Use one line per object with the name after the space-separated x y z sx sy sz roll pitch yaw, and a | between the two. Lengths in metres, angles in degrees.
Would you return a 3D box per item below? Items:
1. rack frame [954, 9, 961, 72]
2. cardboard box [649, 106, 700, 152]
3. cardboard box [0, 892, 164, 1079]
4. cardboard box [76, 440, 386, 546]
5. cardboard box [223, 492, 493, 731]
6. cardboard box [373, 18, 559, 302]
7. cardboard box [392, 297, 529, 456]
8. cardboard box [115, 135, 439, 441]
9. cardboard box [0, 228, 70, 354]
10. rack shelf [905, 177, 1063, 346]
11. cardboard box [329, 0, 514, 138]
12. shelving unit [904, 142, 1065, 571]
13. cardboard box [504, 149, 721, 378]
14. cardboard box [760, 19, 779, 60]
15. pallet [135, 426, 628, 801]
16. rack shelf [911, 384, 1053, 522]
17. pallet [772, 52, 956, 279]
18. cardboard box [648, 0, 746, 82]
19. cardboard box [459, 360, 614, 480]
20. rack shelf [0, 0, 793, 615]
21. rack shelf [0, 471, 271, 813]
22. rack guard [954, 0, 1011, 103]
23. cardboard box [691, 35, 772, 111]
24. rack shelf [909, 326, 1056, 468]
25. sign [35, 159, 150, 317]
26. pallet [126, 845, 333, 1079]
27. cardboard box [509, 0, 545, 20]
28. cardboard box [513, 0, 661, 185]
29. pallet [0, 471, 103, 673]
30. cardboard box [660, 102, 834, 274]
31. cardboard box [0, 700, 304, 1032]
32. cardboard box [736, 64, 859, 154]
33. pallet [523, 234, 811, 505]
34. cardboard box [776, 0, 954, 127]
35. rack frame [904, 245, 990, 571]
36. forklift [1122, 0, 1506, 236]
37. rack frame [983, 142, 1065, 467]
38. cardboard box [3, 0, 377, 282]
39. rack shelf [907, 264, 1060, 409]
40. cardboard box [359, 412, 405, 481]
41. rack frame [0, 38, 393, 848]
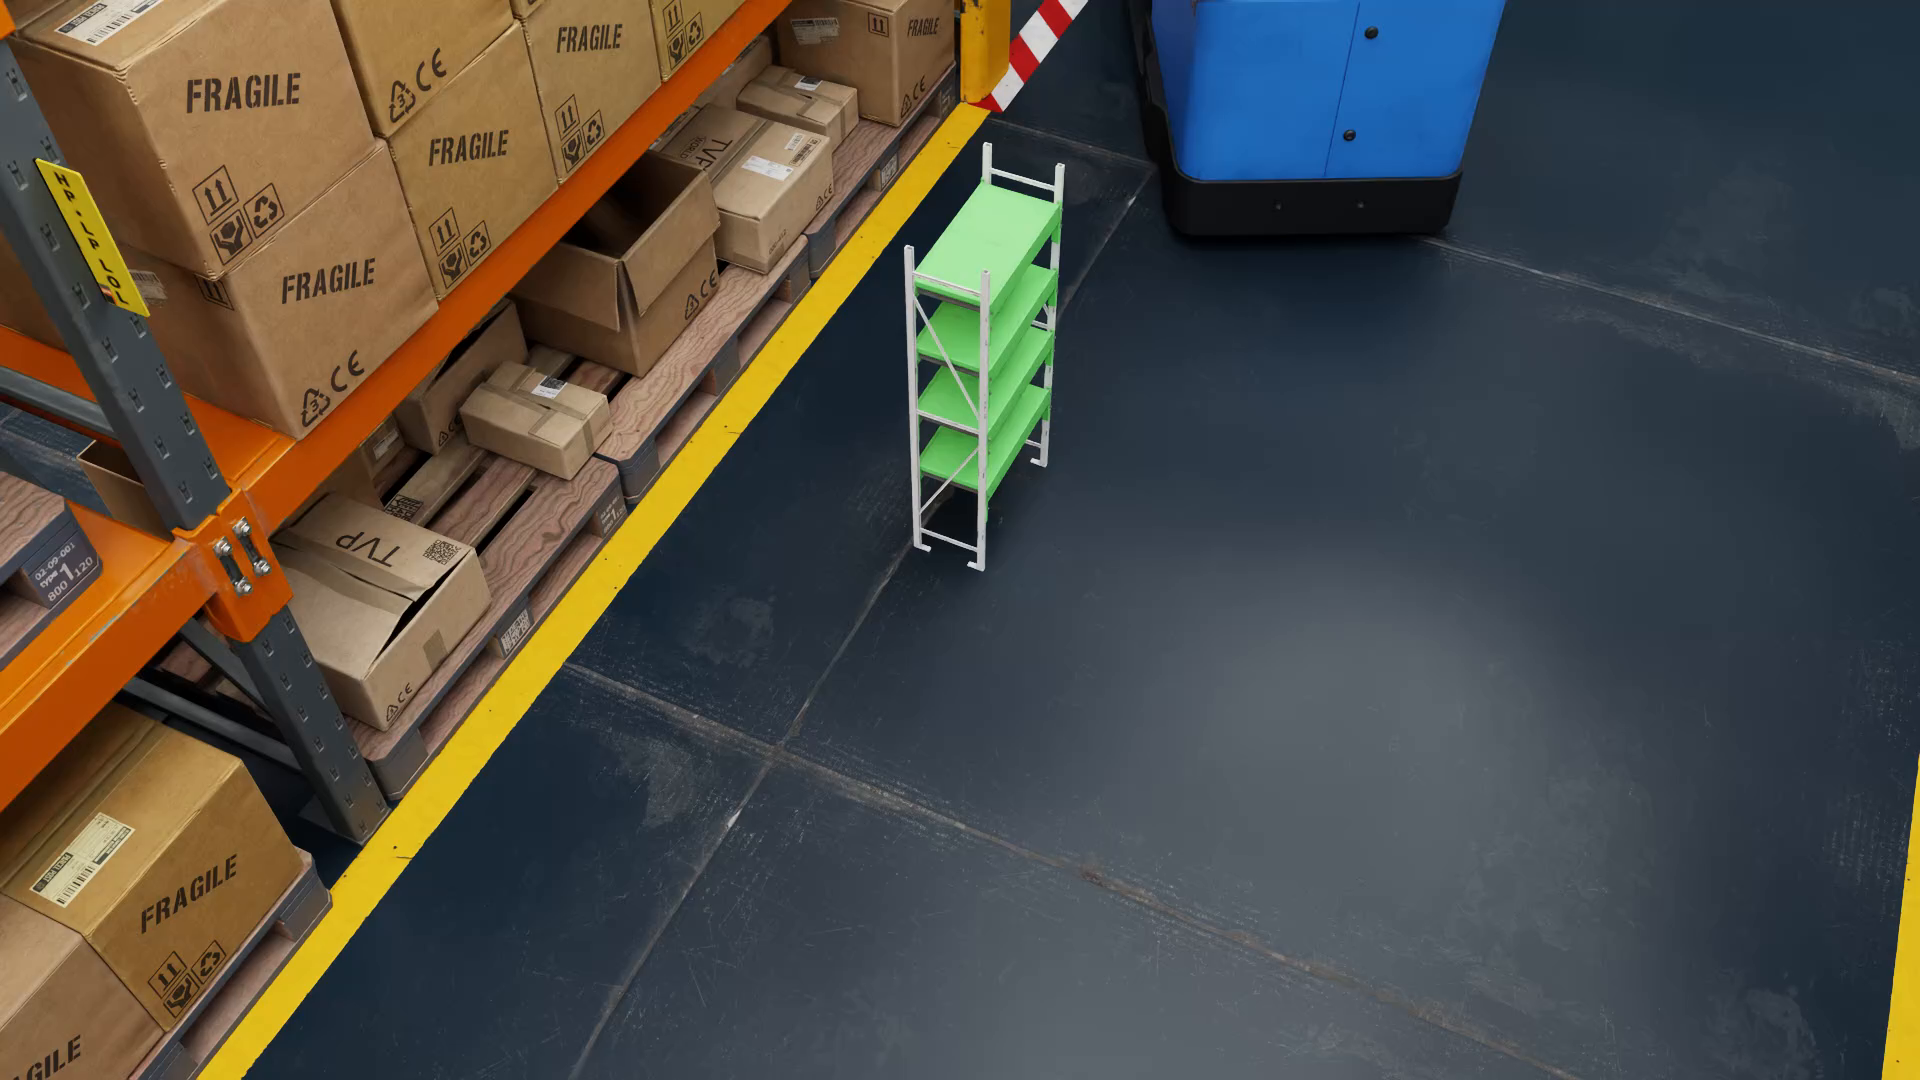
-0.343 -3.093 5.912 1.000 3.000 0.127 20 52 16 | rack frame
-1.259 -1.373 5.966 0.500 0.250 0.500 20 52 16 | cardboard box
-2.222 1.100 3.697 0.500 0.500 0.500 20 52 16 | cardboard box
-2.065 -0.155 4.765 0.500 0.500 0.500 20 52 16 | cardboard box
-1.677 0.172 4.611 0.500 0.311 0.500 20 52 16 | cardboard box
-1.372 -0.987 4.054 0.500 0.500 0.500 21 53 17 | cardboard box
-1.744 -0.611 5.277 0.500 0.311 0.500 20 52 16 | cardboard box
-1.588 -0.633 3.753 0.500 0.500 0.500 21 53 17 | cardboard box
-2.070 -0.798 3.894 0.500 0.500 0.500 21 53 17 | cardboard box
0.071 -0.772 4.573 0.258 0.148 0.480 20 52 16 | rack shelf
-1.376 -1.283 3.650 0.500 0.500 0.500 18 52 15 | cardboard box
0.071 -0.503 4.890 0.258 1.200 0.503 20 52 16 | shelving unit
-1.254 -0.967 5.454 0.797 0.503 0.637 20 52 16 | cardboard box
-0.939 -1.968 6.527 0.380 0.166 0.250 20 52 16 | cardboard box
-1.757 0.093 5.033 1.003 0.211 1.213 20 52 16 | pallet
0.071 -0.306 5.121 0.258 0.148 0.480 20 52 16 | rack shelf
-0.715 -1.587 6.462 1.003 0.211 1.213 20 52 16 | pallet
-0.940 -1.681 4.645 0.500 0.500 0.500 19 52 16 | cardboard box
-1.316 -0.380 5.175 0.380 0.166 0.250 20 52 16 | cardboard box
-1.197 -1.482 5.014 1.077 0.370 4.000 20 52 16 | rack shelf
-2.906 1.272 2.670 1.077 0.370 4.000 20 52 16 | rack shelf
-0.375 -2.230 6.820 1.175 0.500 0.348 20 52 16 | rack guard
-1.045 -1.718 6.259 0.500 0.250 0.500 20 52 16 | cardboard box
0.071 -0.461 4.939 0.258 0.148 0.480 20 52 16 | rack shelf
-1.548 -0.535 2.976 0.100 0.325 0.005 20 52 16 | sign
-2.365 1.138 4.143 1.003 0.211 1.213 20 52 16 | pallet
-1.156 -1.637 3.951 0.500 0.500 0.500 18 52 15 | cardboard box
-1.156 -1.330 4.347 0.500 0.500 0.500 20 52 16 | cardboard box
-2.492 0.239 3.203 1.003 0.211 1.213 20 52 16 | pallet
-0.785 -1.245 5.857 0.500 0.250 0.500 20 52 16 | cardboard box
-2.003 0.762 3.984 0.500 0.500 0.500 20 52 16 | cardboard box
-0.607 -1.613 6.224 0.380 0.166 0.250 20 52 16 | cardboard box
-1.238 -0.750 5.750 1.003 0.211 1.213 20 52 16 | pallet
-0.352 -1.971 6.310 0.500 0.500 0.500 20 52 16 | cardboard box
-0.034 -0.335 4.747 0.240 1.200 0.015 20 52 16 | rack frame
1.261 -3.181 6.032 1.130 2.935 3.031 -1 50 -1 | forklift
0.175 -0.671 5.033 0.240 1.200 0.015 20 52 16 | rack frame
-1.596 -0.928 3.348 0.500 0.500 0.500 21 53 17 | cardboard box
0.071 -0.617 4.756 0.258 0.148 0.480 20 52 16 | rack shelf
-1.959 -0.319 5.135 0.380 0.149 0.250 20 52 16 | cardboard box
-2.052 -0.338 3.568 1.000 3.000 0.127 20 52 16 | rack frame
